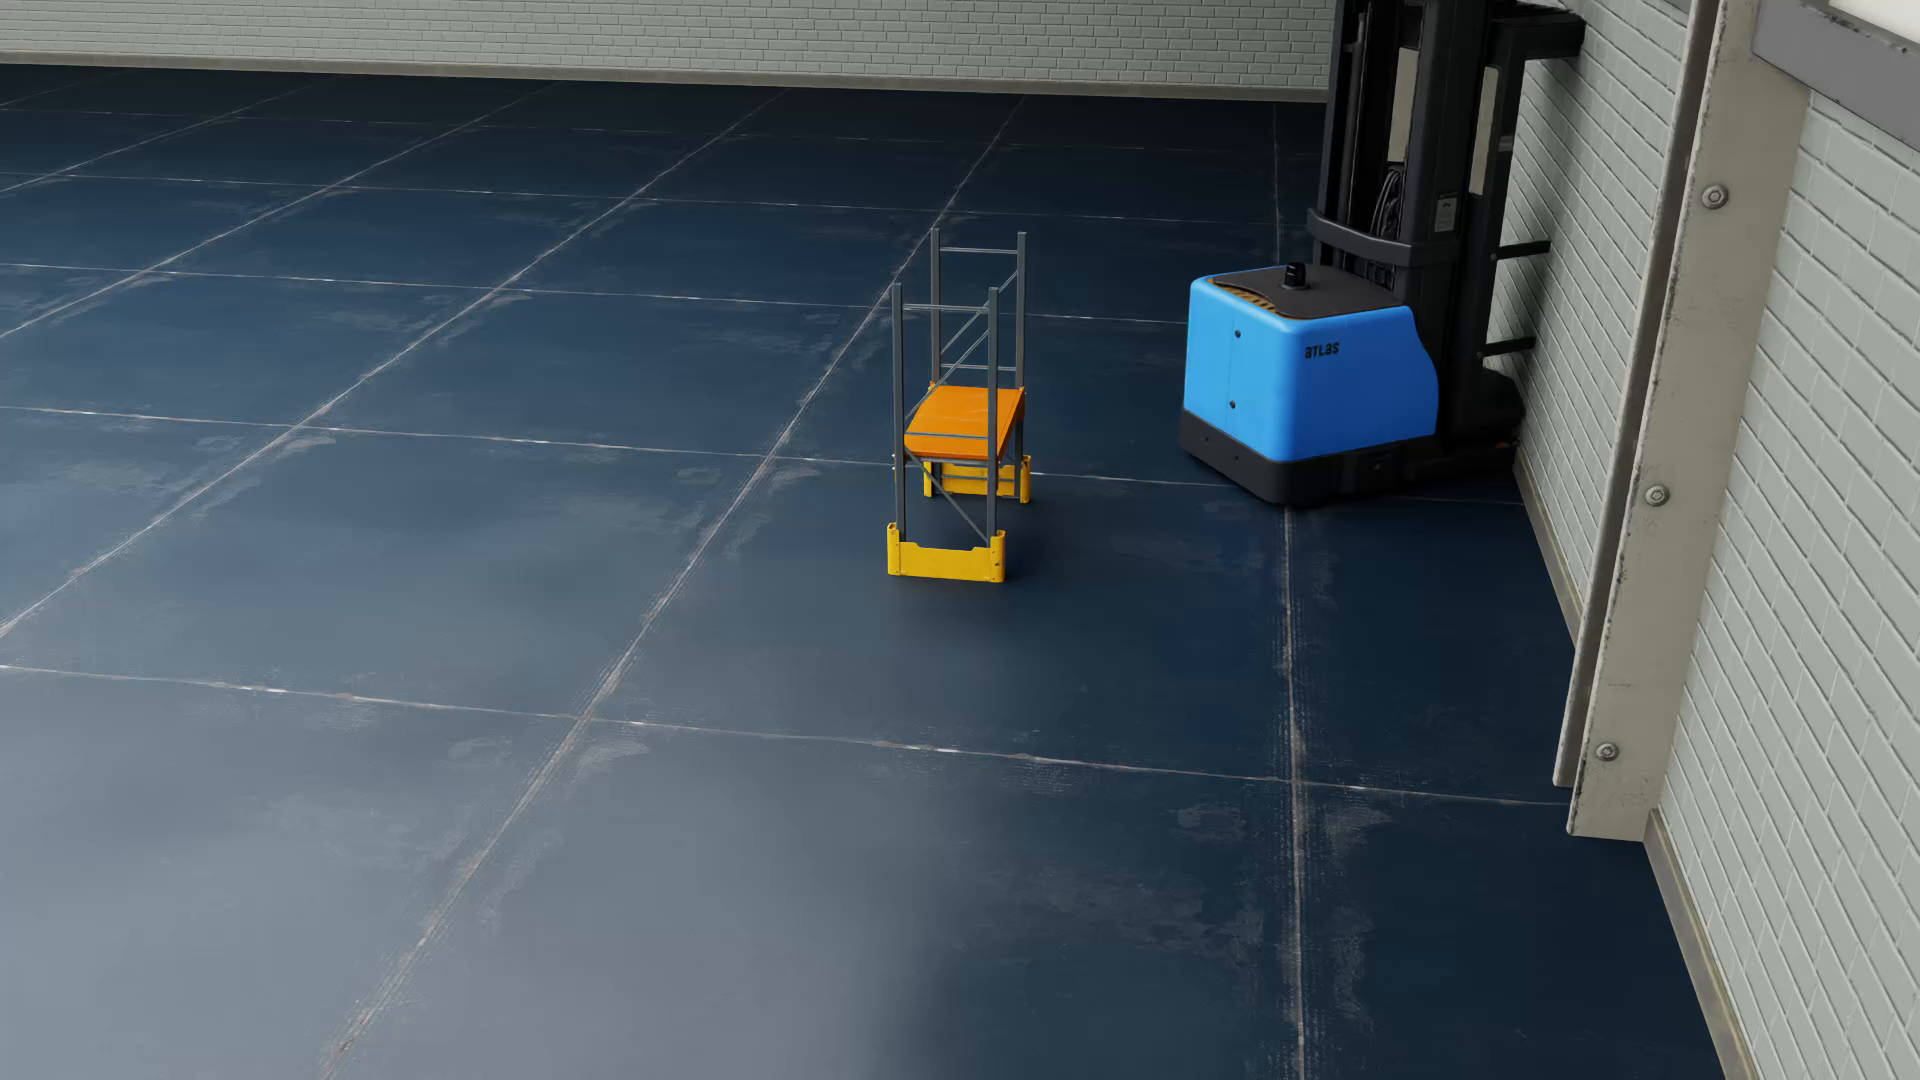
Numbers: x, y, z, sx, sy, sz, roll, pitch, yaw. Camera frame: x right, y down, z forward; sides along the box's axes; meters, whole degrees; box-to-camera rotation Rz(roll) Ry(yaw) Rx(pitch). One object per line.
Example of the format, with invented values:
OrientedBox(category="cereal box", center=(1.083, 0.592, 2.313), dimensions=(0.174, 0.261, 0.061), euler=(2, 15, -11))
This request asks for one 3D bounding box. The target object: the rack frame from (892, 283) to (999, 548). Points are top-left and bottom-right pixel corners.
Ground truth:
OrientedBox(category="rack frame", center=(-0.069, -0.502, 8.054), dimensions=(0.500, 1.500, 0.032), euler=(4, 25, 9))

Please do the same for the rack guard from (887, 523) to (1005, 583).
OrientedBox(category="rack guard", center=(-0.069, 0.063, 8.320), dimensions=(0.587, 0.250, 0.087), euler=(4, 25, 9))

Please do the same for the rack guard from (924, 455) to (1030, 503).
OrientedBox(category="rack guard", center=(0.094, -0.353, 9.210), dimensions=(0.587, 0.250, 0.087), euler=(4, 25, 9))

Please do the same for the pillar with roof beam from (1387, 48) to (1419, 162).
OrientedBox(category="pillar with roof beam", center=(0.221, -8.340, 15.952), dimensions=(9.100, 9.000, 0.400), euler=(4, 25, 9))

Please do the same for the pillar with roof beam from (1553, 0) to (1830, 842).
OrientedBox(category="pillar with roof beam", center=(-1.740, -3.321, 5.230), dimensions=(9.100, 9.000, 0.400), euler=(4, 25, 9))

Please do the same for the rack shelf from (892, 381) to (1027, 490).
OrientedBox(category="rack shelf", center=(0.014, -0.552, 8.585), dimensions=(0.538, 0.185, 1.000), euler=(4, 25, 9))

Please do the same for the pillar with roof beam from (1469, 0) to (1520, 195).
OrientedBox(category="pillar with roof beam", center=(-0.759, -5.830, 10.591), dimensions=(9.100, 9.000, 0.400), euler=(4, 25, 9))

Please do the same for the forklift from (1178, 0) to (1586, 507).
OrientedBox(category="forklift", center=(2.845, -1.914, 9.383), dimensions=(3.031, 2.935, 1.130), euler=(-11, 27, -22))

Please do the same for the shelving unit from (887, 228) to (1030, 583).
OrientedBox(category="shelving unit", center=(0.012, -0.711, 8.500), dimensions=(0.587, 1.500, 1.083), euler=(4, 25, 9))

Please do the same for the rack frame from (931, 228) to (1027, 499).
OrientedBox(category="rack frame", center=(0.097, -0.928, 8.962), dimensions=(0.500, 1.500, 0.032), euler=(4, 25, 9))
